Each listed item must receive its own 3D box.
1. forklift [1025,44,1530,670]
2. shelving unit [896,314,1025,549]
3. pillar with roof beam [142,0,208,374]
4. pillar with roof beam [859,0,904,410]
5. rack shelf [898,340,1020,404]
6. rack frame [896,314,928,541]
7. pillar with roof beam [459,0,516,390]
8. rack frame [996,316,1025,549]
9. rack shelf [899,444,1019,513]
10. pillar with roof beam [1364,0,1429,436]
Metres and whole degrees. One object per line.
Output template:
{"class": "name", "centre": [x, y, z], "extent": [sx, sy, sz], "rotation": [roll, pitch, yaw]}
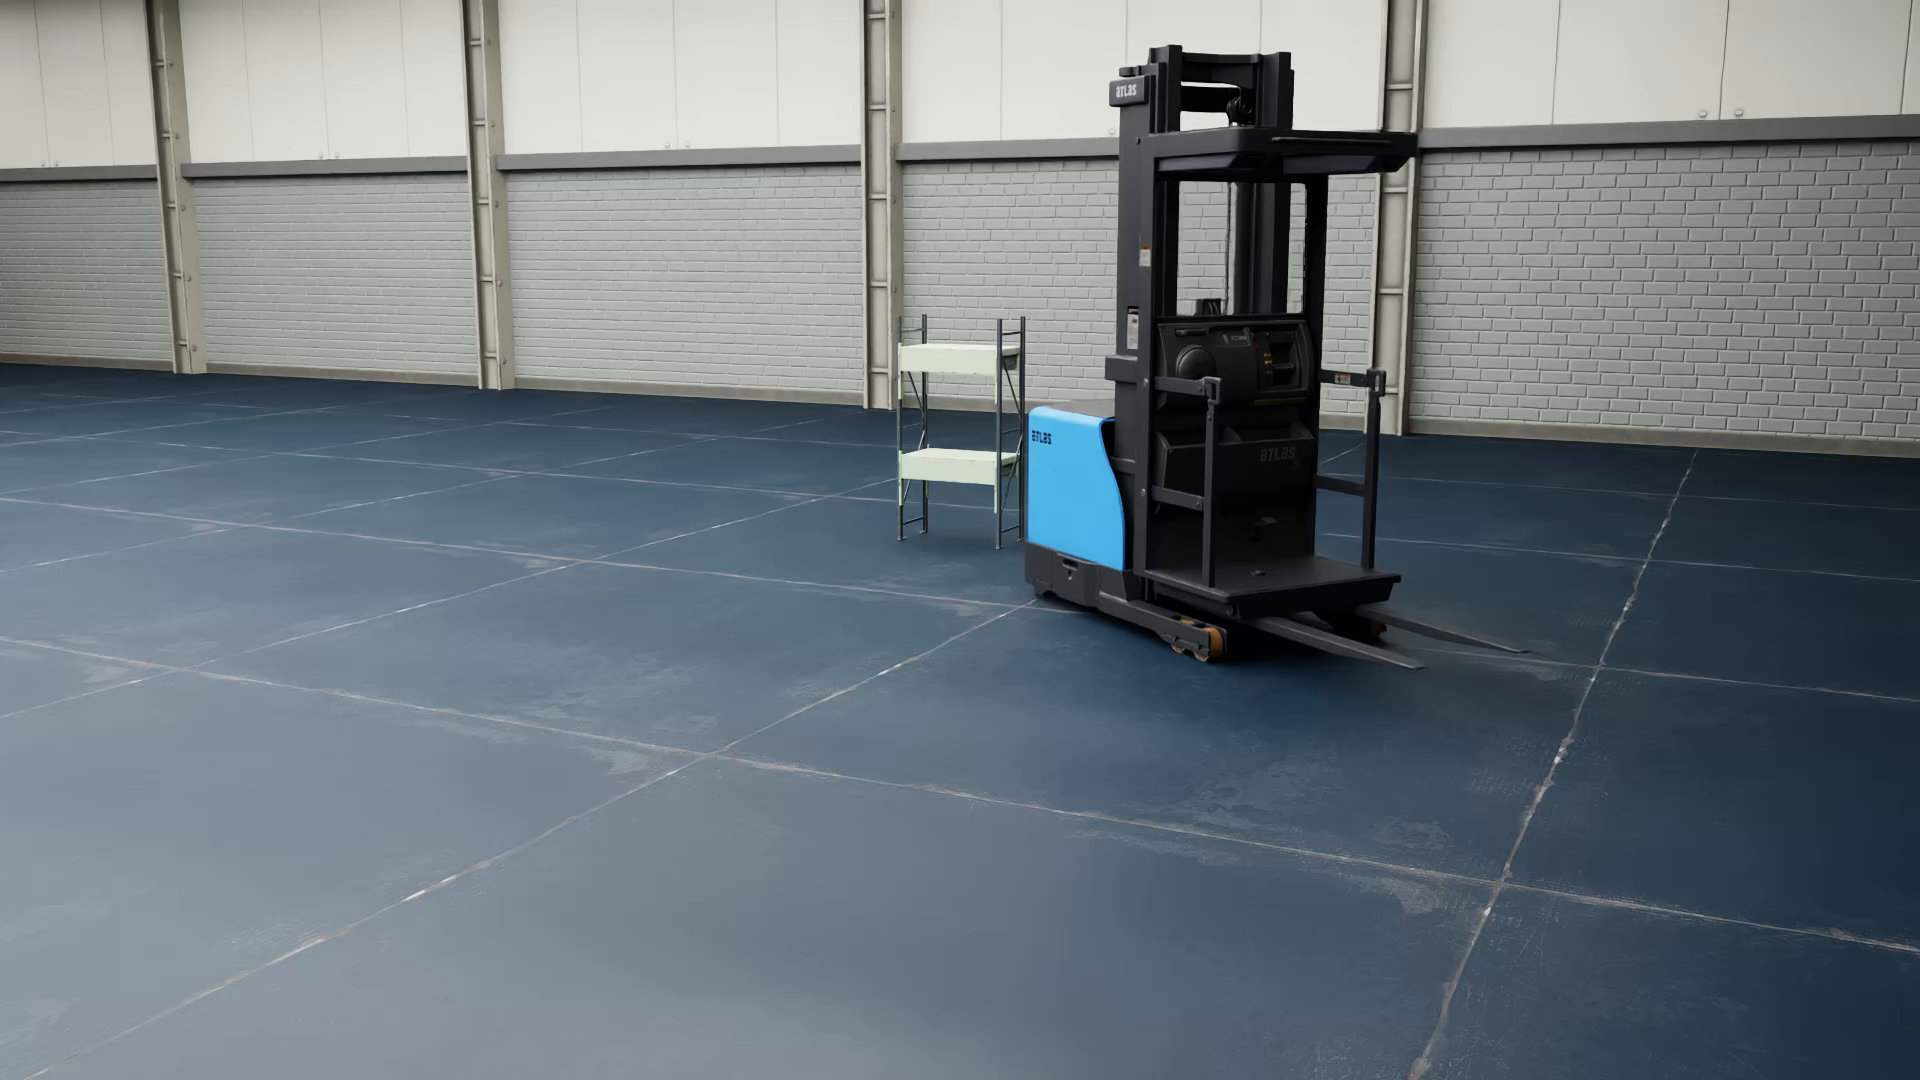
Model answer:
{"class": "forklift", "centre": [1.504, -0.948, 8.240], "extent": [1.130, 2.935, 3.031], "rotation": [-5, 12, -27]}
{"class": "shelving unit", "centre": [0.006, -0.737, 11.094], "extent": [0.755, 1.500, 0.431], "rotation": [5, 11, 26]}
{"class": "pillar with roof beam", "centre": [-13.584, -6.279, 20.659], "extent": [0.400, 9.000, 9.100], "rotation": [5, 11, 26]}
{"class": "pillar with roof beam", "centre": [-2.823, -5.334, 15.434], "extent": [0.400, 9.000, 9.100], "rotation": [5, 11, 26]}
{"class": "rack shelf", "centre": [0.006, -1.122, 11.024], "extent": [0.720, 0.370, 0.431], "rotation": [5, 11, 26]}
{"class": "rack frame", "centre": [-0.322, -0.766, 11.253], "extent": [0.023, 1.500, 0.400], "rotation": [5, 11, 26]}
{"class": "pillar with roof beam", "centre": [-8.203, -5.807, 18.046], "extent": [0.400, 9.000, 9.100], "rotation": [5, 11, 26]}
{"class": "rack frame", "centre": [0.334, -0.709, 10.934], "extent": [0.023, 1.500, 0.400], "rotation": [5, 11, 26]}
{"class": "rack shelf", "centre": [0.006, -0.417, 11.152], "extent": [0.720, 0.370, 0.431], "rotation": [5, 11, 26]}
{"class": "pillar with roof beam", "centre": [2.558, -4.861, 12.821], "extent": [0.400, 9.000, 9.100], "rotation": [5, 11, 26]}
